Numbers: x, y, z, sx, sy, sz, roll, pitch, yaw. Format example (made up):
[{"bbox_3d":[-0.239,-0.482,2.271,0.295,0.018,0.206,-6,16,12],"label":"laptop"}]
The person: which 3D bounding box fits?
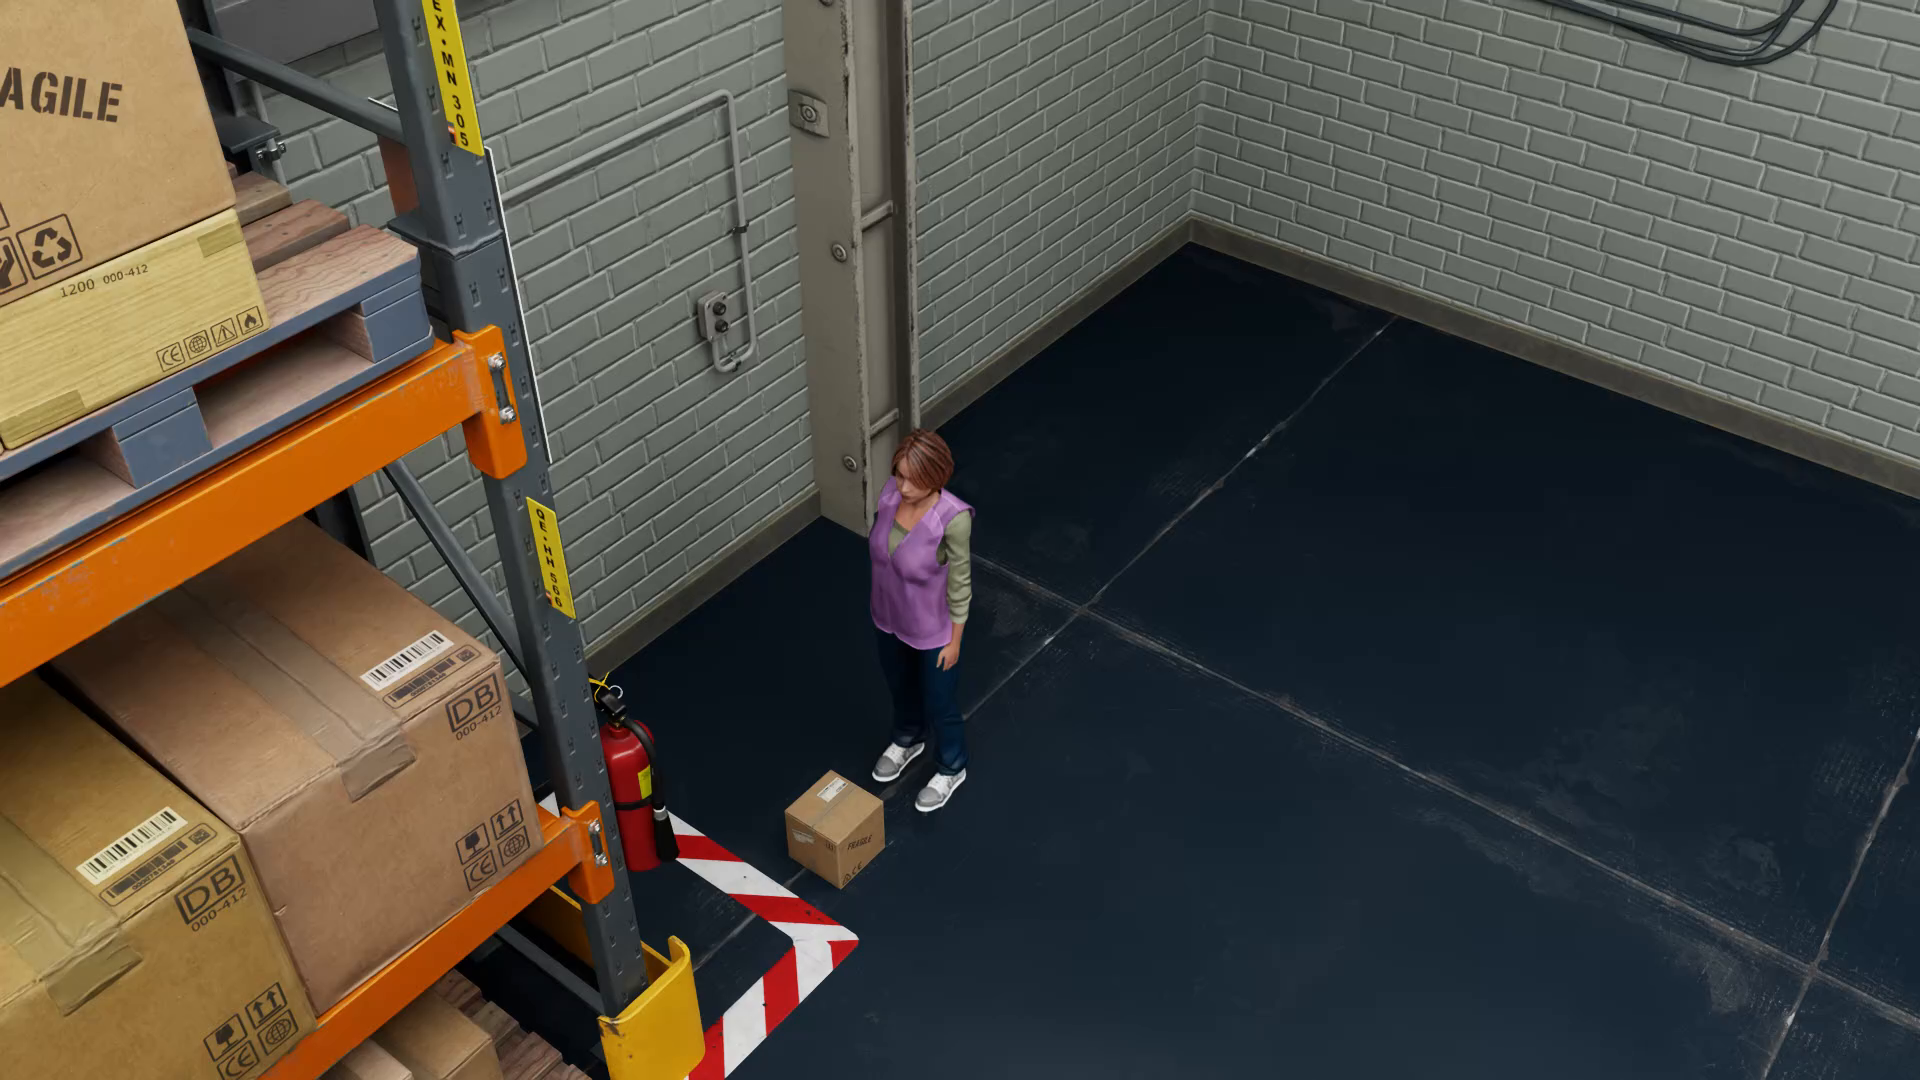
[{"bbox_3d":[-0.131,0.288,5.813,0.406,1.599,0.312,27,47,29],"label":"person"}]
